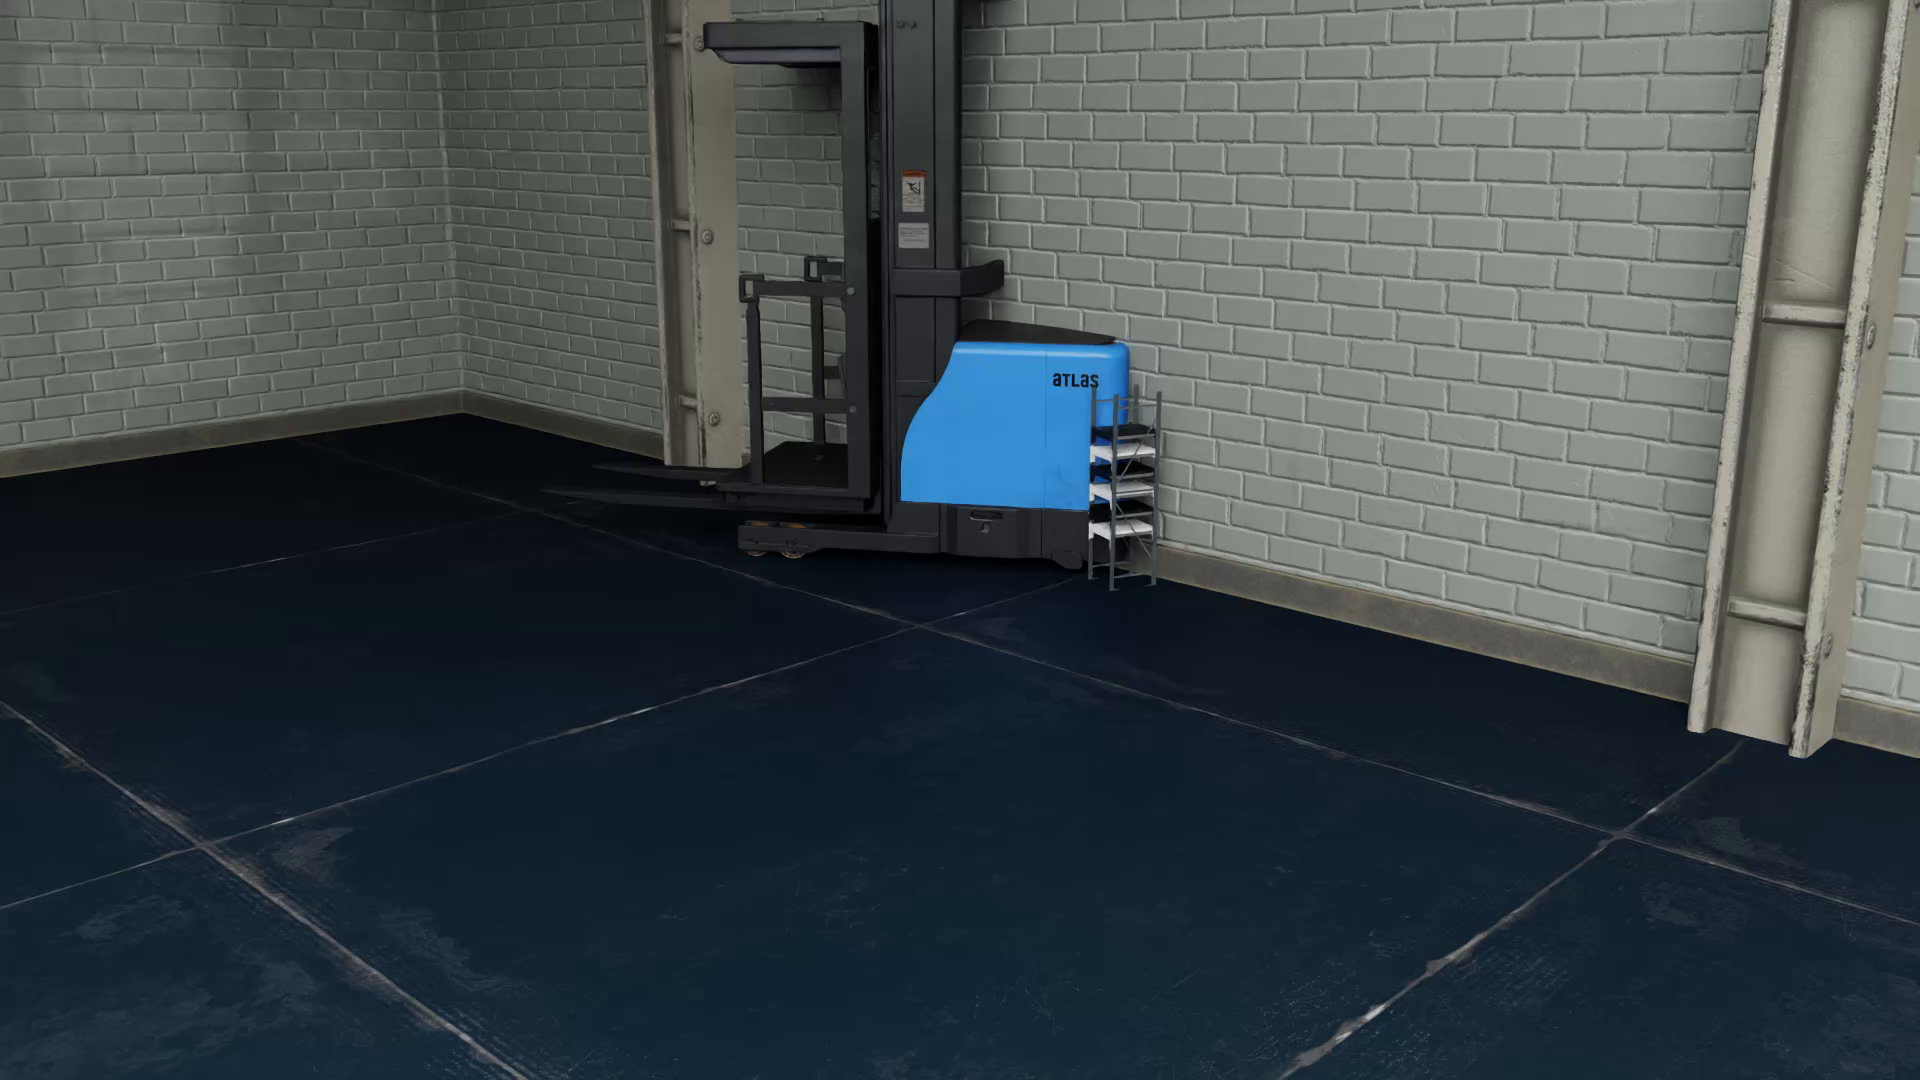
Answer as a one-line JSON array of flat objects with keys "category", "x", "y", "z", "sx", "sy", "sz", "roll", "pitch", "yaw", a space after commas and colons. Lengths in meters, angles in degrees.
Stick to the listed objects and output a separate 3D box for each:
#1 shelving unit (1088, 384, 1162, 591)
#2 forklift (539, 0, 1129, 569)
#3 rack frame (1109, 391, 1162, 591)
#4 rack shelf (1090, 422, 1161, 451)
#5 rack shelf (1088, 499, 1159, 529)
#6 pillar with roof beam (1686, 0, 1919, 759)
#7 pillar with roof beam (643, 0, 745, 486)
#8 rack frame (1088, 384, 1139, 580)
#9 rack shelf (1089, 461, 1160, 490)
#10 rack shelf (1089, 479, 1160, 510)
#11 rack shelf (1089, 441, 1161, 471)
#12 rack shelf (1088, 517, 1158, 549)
[{"category": "shelving unit", "x": 0.746, "y": -0.240, "z": 7.568, "sx": 0.258, "sy": 0.900, "sz": 0.210, "roll": -6, "pitch": 16, "yaw": -23}, {"category": "forklift", "x": -0.610, "y": -1.453, "z": 8.197, "sx": 3.031, "sy": 2.935, "sz": 1.130, "roll": 3, "pitch": 15, "yaw": 12}, {"category": "rack frame", "x": 0.788, "y": -0.216, "z": 7.478, "sx": 0.240, "sy": 0.900, "sz": 0.006, "roll": -6, "pitch": 16, "yaw": -23}, {"category": "rack shelf", "x": 0.746, "y": -0.469, "z": 7.508, "sx": 0.258, "sy": 0.077, "sz": 0.200, "roll": -6, "pitch": 16, "yaw": -23}, {"category": "rack shelf", "x": 0.746, "y": -0.120, "z": 7.599, "sx": 0.258, "sy": 0.077, "sz": 0.200, "roll": -6, "pitch": 16, "yaw": -23}, {"category": "pillar with roof beam", "x": -0.179, "y": -2.898, "z": 1.706, "sx": 0.400, "sy": 9.000, "sz": 9.100, "roll": 14, "pitch": 20, "yaw": 42}, {"category": "pillar with roof beam", "x": -4.498, "y": -3.948, "z": 5.736, "sx": 0.400, "sy": 9.000, "sz": 9.100, "roll": 14, "pitch": 20, "yaw": 42}, {"category": "rack frame", "x": 0.705, "y": -0.263, "z": 7.658, "sx": 0.240, "sy": 0.900, "sz": 0.006, "roll": -6, "pitch": 16, "yaw": -23}, {"category": "rack shelf", "x": 0.746, "y": -0.295, "z": 7.553, "sx": 0.258, "sy": 0.077, "sz": 0.200, "roll": -6, "pitch": 16, "yaw": -23}, {"category": "rack shelf", "x": 0.746, "y": -0.208, "z": 7.576, "sx": 0.258, "sy": 0.077, "sz": 0.200, "roll": -6, "pitch": 16, "yaw": -23}, {"category": "rack shelf", "x": 0.746, "y": -0.382, "z": 7.531, "sx": 0.258, "sy": 0.077, "sz": 0.200, "roll": -6, "pitch": 16, "yaw": -23}, {"category": "rack shelf", "x": 0.746, "y": -0.033, "z": 7.621, "sx": 0.258, "sy": 0.077, "sz": 0.200, "roll": -6, "pitch": 16, "yaw": -23}]
